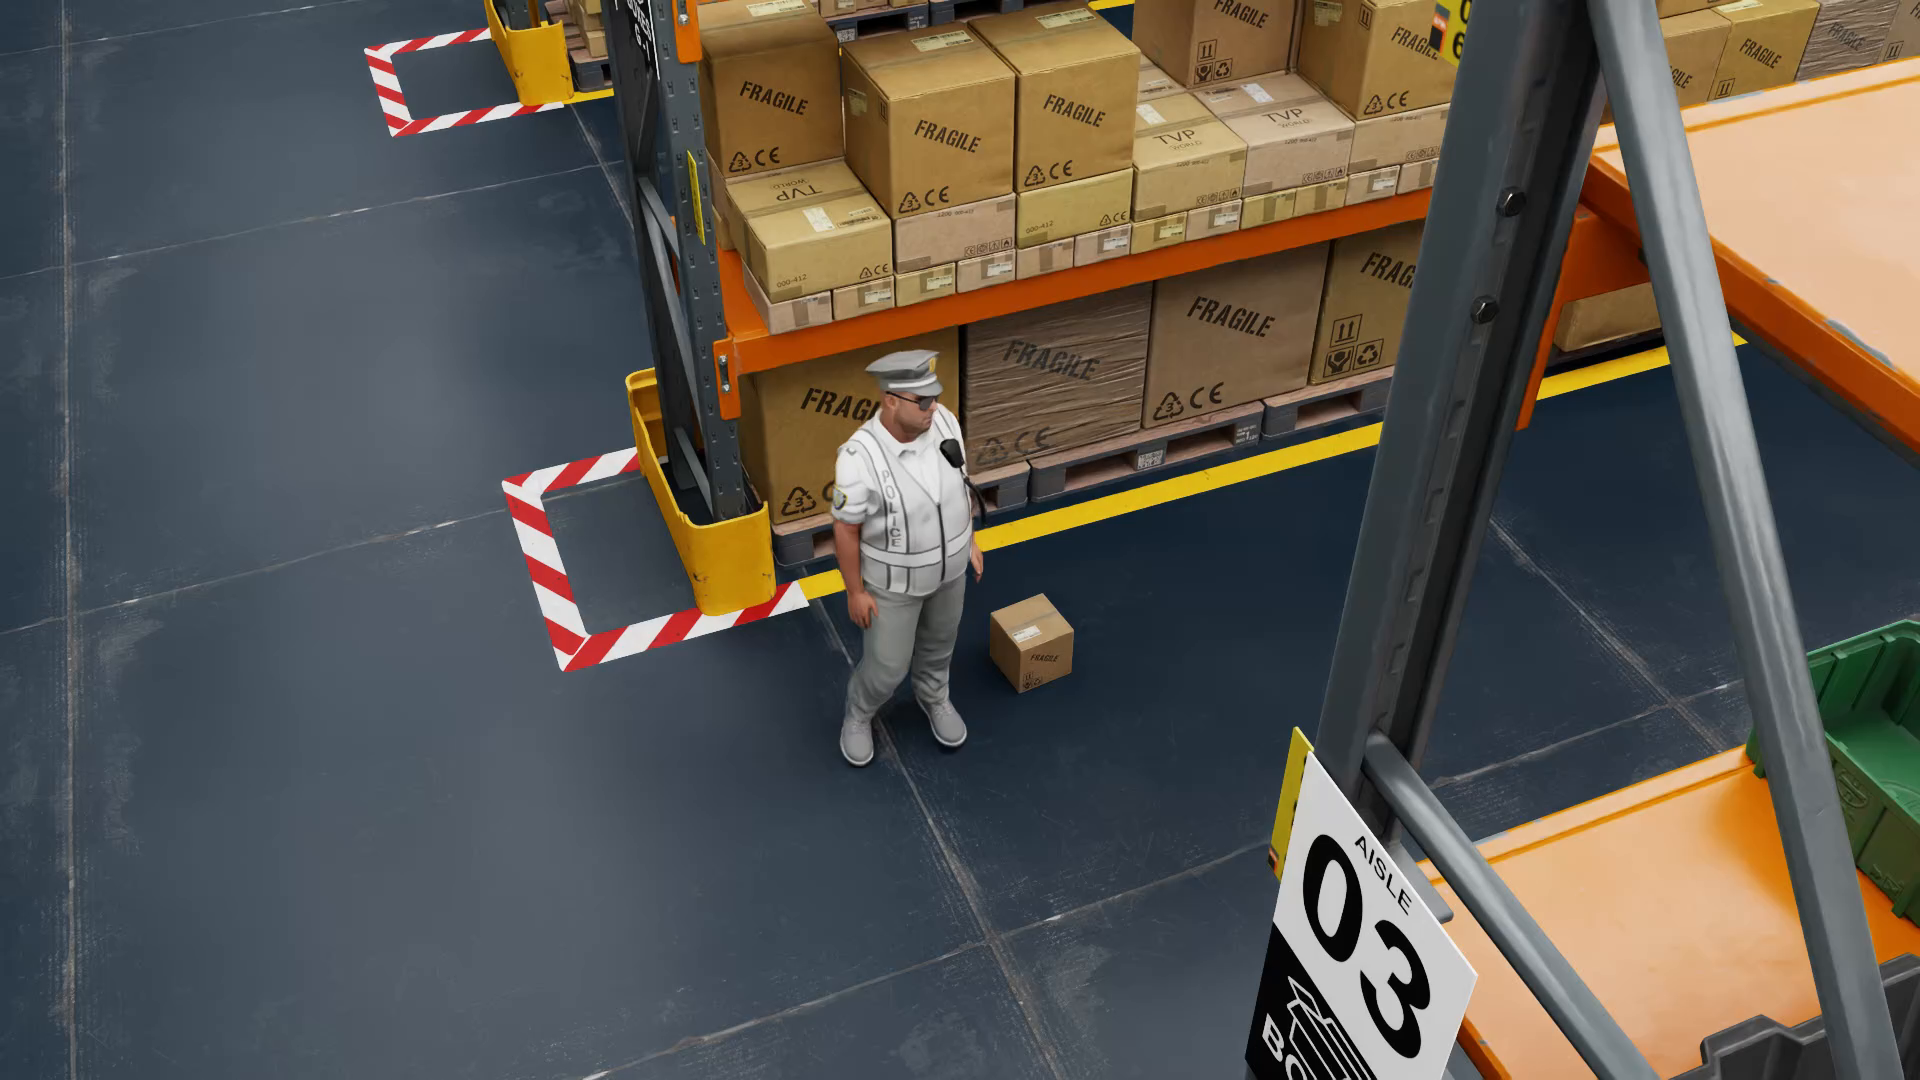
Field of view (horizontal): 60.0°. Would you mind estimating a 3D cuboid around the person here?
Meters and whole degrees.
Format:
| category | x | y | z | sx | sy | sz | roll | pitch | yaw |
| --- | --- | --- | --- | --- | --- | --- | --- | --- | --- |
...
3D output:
| category | x | y | z | sx | sy | sz | roll | pitch | yaw |
| --- | --- | --- | --- | --- | --- | --- | --- | --- | --- |
| person | -0.200 | 0.085 | 6.030 | 0.622 | 1.760 | 0.421 | -27 | 48 | -27 |
